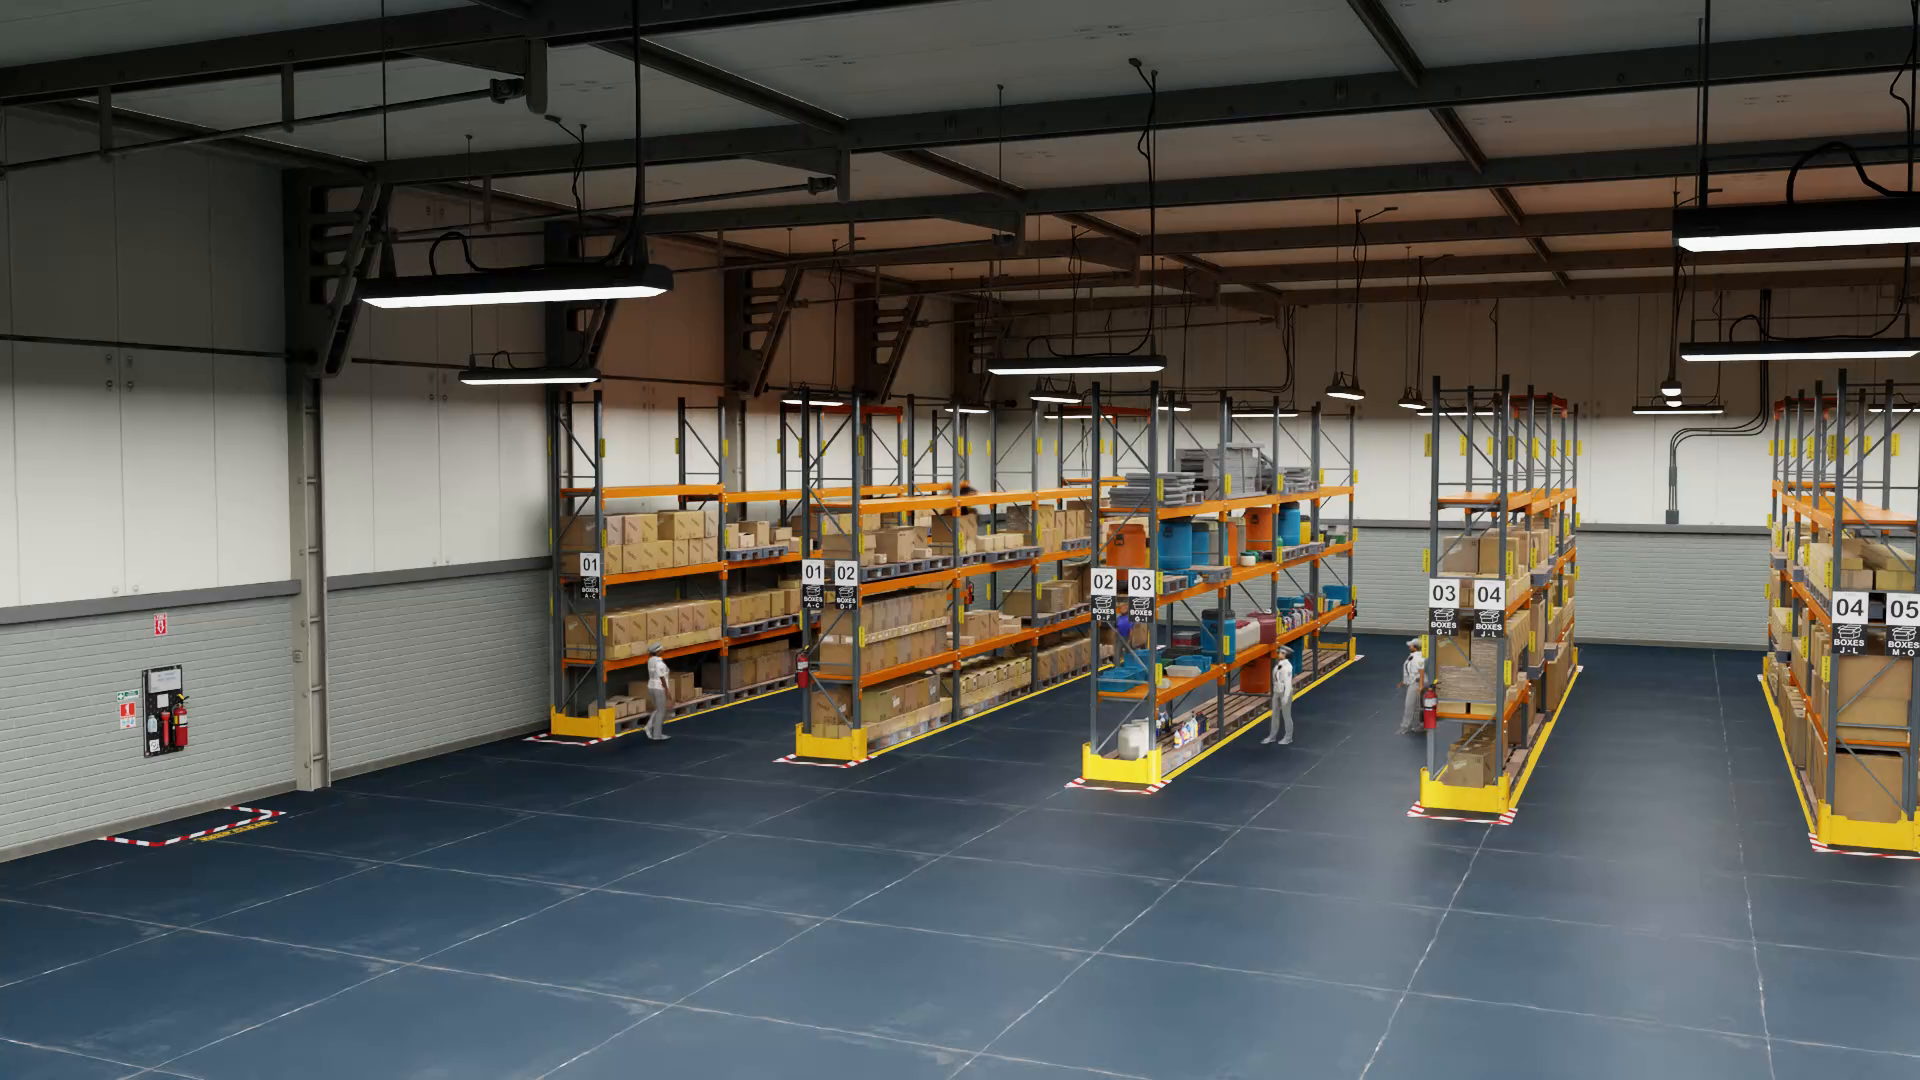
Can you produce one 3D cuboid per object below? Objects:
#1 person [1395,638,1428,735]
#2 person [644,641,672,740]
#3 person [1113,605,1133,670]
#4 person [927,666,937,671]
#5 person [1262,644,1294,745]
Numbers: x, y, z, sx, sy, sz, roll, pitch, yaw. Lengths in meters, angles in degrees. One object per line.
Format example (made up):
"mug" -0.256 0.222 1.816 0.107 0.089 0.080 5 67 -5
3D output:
"person" 7.919 2.559 29.196 0.743 1.660 0.546 -1 3 -14
"person" -5.151 2.576 28.431 0.442 1.702 0.463 -3 4 -42
"person" 3.540 2.206 35.961 0.466 1.602 0.945 2 4 26
"person" -0.628 2.281 34.700 0.463 1.609 1.014 2 4 27
"person" 5.406 2.612 28.100 0.480 1.697 0.480 -1 3 -18
